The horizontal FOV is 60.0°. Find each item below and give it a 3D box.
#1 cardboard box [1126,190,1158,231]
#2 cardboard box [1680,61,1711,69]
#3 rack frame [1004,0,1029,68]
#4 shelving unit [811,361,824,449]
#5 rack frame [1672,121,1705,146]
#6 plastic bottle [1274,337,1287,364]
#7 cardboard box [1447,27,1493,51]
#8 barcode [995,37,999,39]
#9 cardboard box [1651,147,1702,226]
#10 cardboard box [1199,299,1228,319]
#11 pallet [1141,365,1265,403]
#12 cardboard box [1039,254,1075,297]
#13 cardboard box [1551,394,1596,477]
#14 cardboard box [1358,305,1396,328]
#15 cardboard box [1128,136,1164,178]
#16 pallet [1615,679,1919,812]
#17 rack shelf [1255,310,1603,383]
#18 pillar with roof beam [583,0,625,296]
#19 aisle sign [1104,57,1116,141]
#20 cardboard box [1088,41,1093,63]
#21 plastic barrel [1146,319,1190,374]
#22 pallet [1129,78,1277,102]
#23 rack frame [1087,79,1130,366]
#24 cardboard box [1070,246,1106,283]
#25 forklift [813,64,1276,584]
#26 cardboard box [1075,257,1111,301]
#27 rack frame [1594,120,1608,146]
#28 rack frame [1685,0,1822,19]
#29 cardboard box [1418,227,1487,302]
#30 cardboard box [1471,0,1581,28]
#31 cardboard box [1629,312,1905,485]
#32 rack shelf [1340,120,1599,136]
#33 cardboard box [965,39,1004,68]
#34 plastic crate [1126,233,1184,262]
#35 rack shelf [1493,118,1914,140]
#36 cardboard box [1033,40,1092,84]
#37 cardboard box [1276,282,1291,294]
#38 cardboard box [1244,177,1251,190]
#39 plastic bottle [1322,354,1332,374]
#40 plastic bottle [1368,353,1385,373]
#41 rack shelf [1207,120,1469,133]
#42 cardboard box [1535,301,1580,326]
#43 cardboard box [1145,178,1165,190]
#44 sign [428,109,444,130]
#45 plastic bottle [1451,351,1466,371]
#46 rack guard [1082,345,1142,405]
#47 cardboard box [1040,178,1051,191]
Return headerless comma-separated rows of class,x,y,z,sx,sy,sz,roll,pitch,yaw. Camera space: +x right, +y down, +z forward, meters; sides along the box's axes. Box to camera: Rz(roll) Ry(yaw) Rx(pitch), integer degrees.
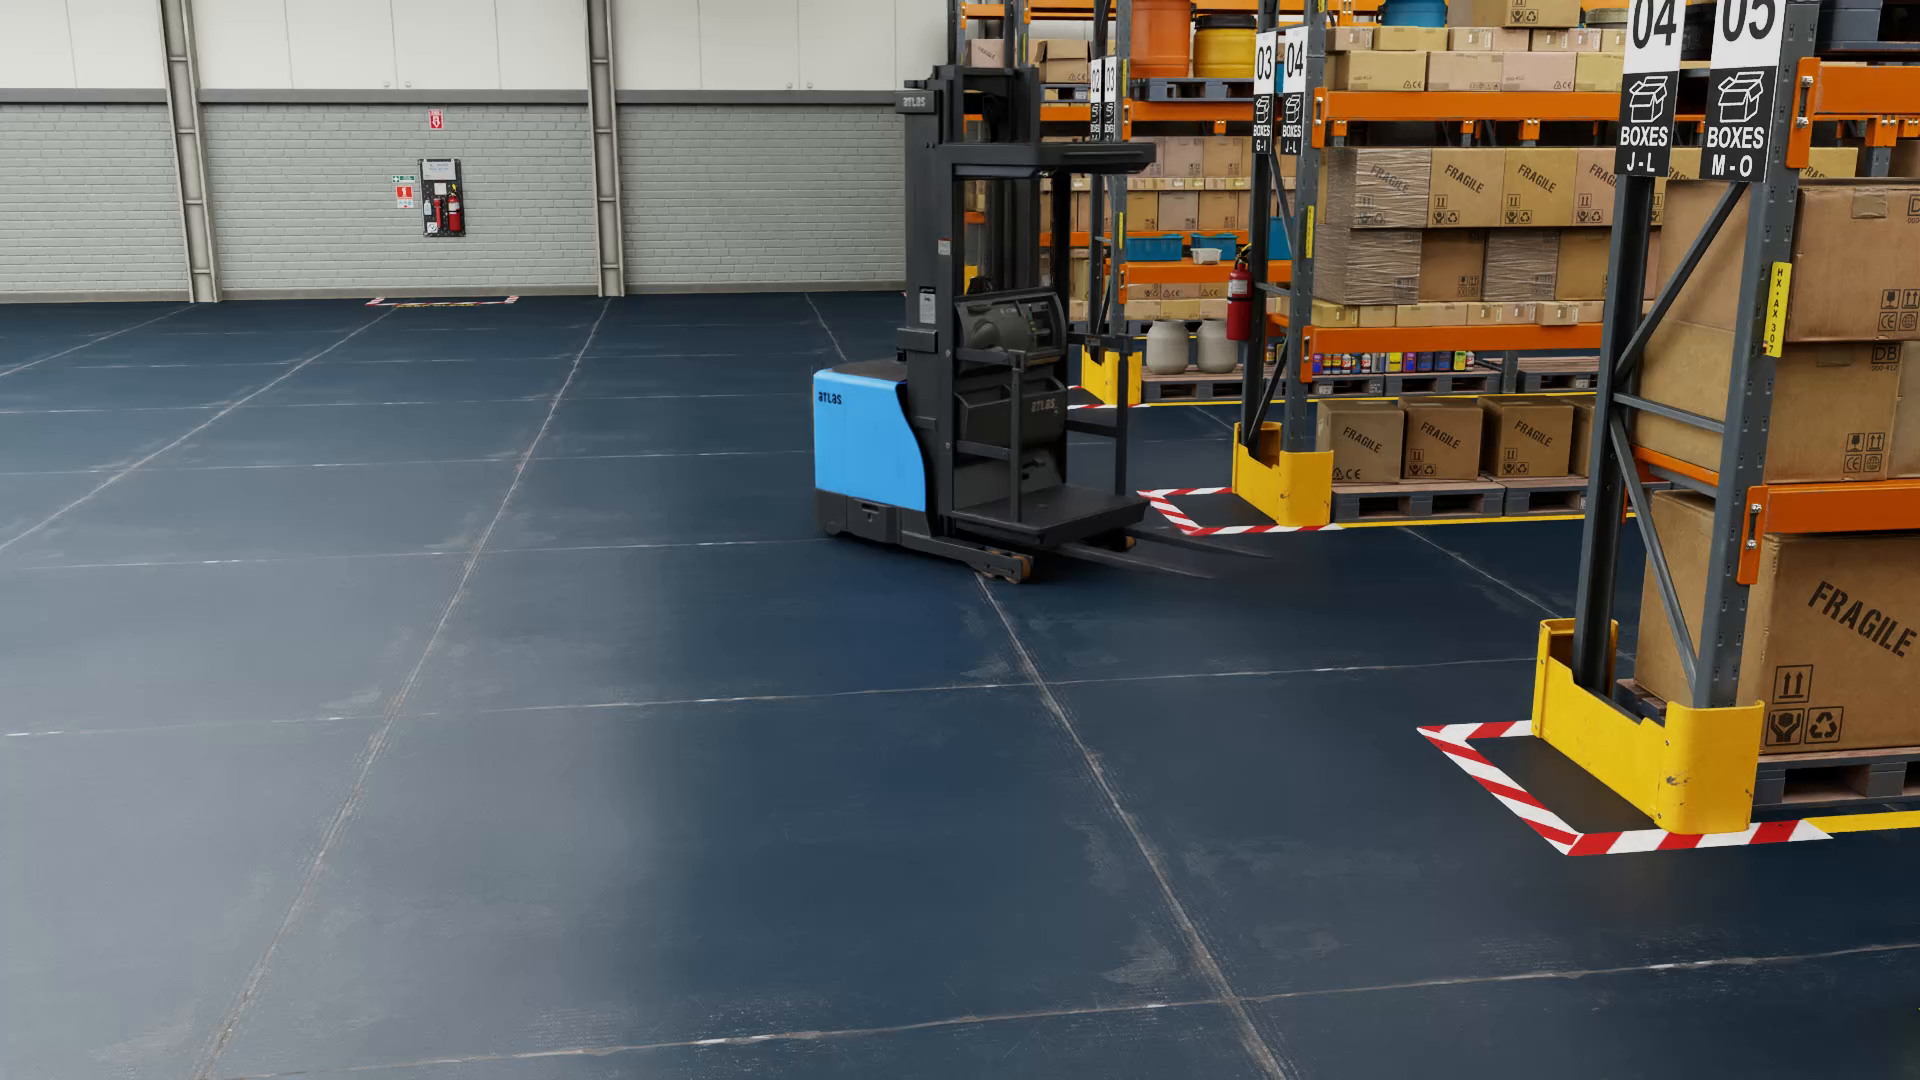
cardboard box,2.157,-4.165,20.956,0.500,0.500,0.700,-2,14,-8
cardboard box,4.677,-3.094,11.035,0.500,0.250,0.500,-2,14,-9
rack frame,0.683,-6.975,20.036,0.127,3.000,1.000,-2,14,-8
shelving unit,-0.827,-0.665,11.204,0.252,1.050,0.215,4,14,19
rack frame,11.807,-5.692,27.251,0.127,3.000,1.000,-2,14,-8
plastic bottle,3.281,-1.950,17.012,0.133,0.283,0.061,-2,14,-7
cardboard box,3.244,-3.230,10.757,0.250,0.149,0.380,-2,14,-6
barcode,0.569,-7.682,25.527,0.075,0.075,0.001,-2,14,-8
cardboard box,4.718,-2.386,11.198,0.500,0.500,0.500,-2,14,-8
cardboard box,3.224,-2.974,21.202,0.500,0.250,0.500,-2,14,-8
pallet,2.289,-1.564,16.522,1.213,0.211,1.003,-2,14,-8
cardboard box,1.169,-3.390,21.321,0.500,0.500,0.500,-2,14,-8
cardboard box,4.541,-0.750,11.821,0.500,0.500,0.500,-3,14,-13
cardboard box,2.722,-1.518,11.125,0.250,0.149,0.380,-2,14,-8
cardboard box,2.216,-4.798,20.814,0.500,0.500,0.700,-2,14,-8
pallet,3.573,0.819,7.022,1.213,0.211,1.003,-2,14,-8
rack shelf,4.133,-1.406,11.641,4.000,0.370,1.077,-2,14,-8
pillar with roof beam,-4.787,-7.147,20.722,0.400,9.000,9.100,-2,14,-8
aisle sign,1.390,-4.062,15.407,0.004,0.787,0.394,-2,14,-8
cardboard box,1.856,-7.385,25.534,0.500,0.500,0.500,-2,14,-8
plastic barrel,2.057,-1.913,16.435,0.421,0.512,0.421,0,14,0
pallet,2.250,-4.244,15.699,1.213,0.211,1.003,-2,14,-8
rack frame,1.417,-2.874,16.015,0.127,3.000,1.000,-2,14,-8
cardboard box,1.935,-4.296,25.922,0.500,0.500,0.700,-3,14,-12
forklift,0.467,-1.308,9.914,3.031,2.935,1.130,13,19,41
cardboard box,1.741,-3.284,20.897,0.500,0.500,0.500,-2,14,-8
rack frame,8.594,-4.355,21.922,0.127,3.000,1.000,-2,14,-8
rack frame,2.794,-3.396,5.762,0.127,3.000,1.000,-2,14,-8
cardboard box,3.180,-1.936,11.456,0.500,0.500,0.875,-2,14,-8
cardboard box,3.663,-3.562,10.746,0.500,0.500,0.500,-2,14,-9
cardboard box,3.154,-0.583,6.571,0.550,0.550,0.875,-2,14,-8
rack shelf,6.616,-5.389,21.356,4.000,0.370,1.077,-2,14,-8
cardboard box,0.358,-7.211,24.839,0.500,0.500,0.500,-3,14,-12
plastic crate,1.868,-2.892,16.392,0.616,0.251,0.499,-2,14,-8
rack shelf,7.350,-4.197,16.604,4.000,0.370,1.077,-2,14,-8
cardboard box,1.252,-5.862,20.400,0.637,0.503,0.797,-1,14,-4
cardboard box,4.133,-3.503,21.770,0.500,0.500,0.500,-2,14,-8
cardboard box,3.638,-4.484,20.895,0.250,0.149,0.380,-2,14,-8
plastic bottle,3.595,-1.767,16.306,0.097,0.271,0.097,0,14,0
plastic bottle,4.108,-1.795,16.407,0.135,0.276,0.152,-2,14,-7
rack shelf,5.874,-6.580,26.107,4.000,0.370,1.077,-2,14,-8
cardboard box,3.970,-1.545,11.231,0.250,0.149,0.380,-2,14,-8
cardboard box,2.376,-4.438,20.713,0.250,0.149,0.380,-2,14,-9
sign,-7.901,-6.341,25.073,0.199,0.298,0.001,-2,14,-8
plastic bottle,4.946,-1.818,16.484,0.133,0.283,0.061,-1,14,-5
rack guard,1.485,-1.675,16.375,0.348,0.500,1.175,-2,14,-8
cardboard box,1.103,-4.391,20.525,0.250,0.149,0.380,-2,14,-9
